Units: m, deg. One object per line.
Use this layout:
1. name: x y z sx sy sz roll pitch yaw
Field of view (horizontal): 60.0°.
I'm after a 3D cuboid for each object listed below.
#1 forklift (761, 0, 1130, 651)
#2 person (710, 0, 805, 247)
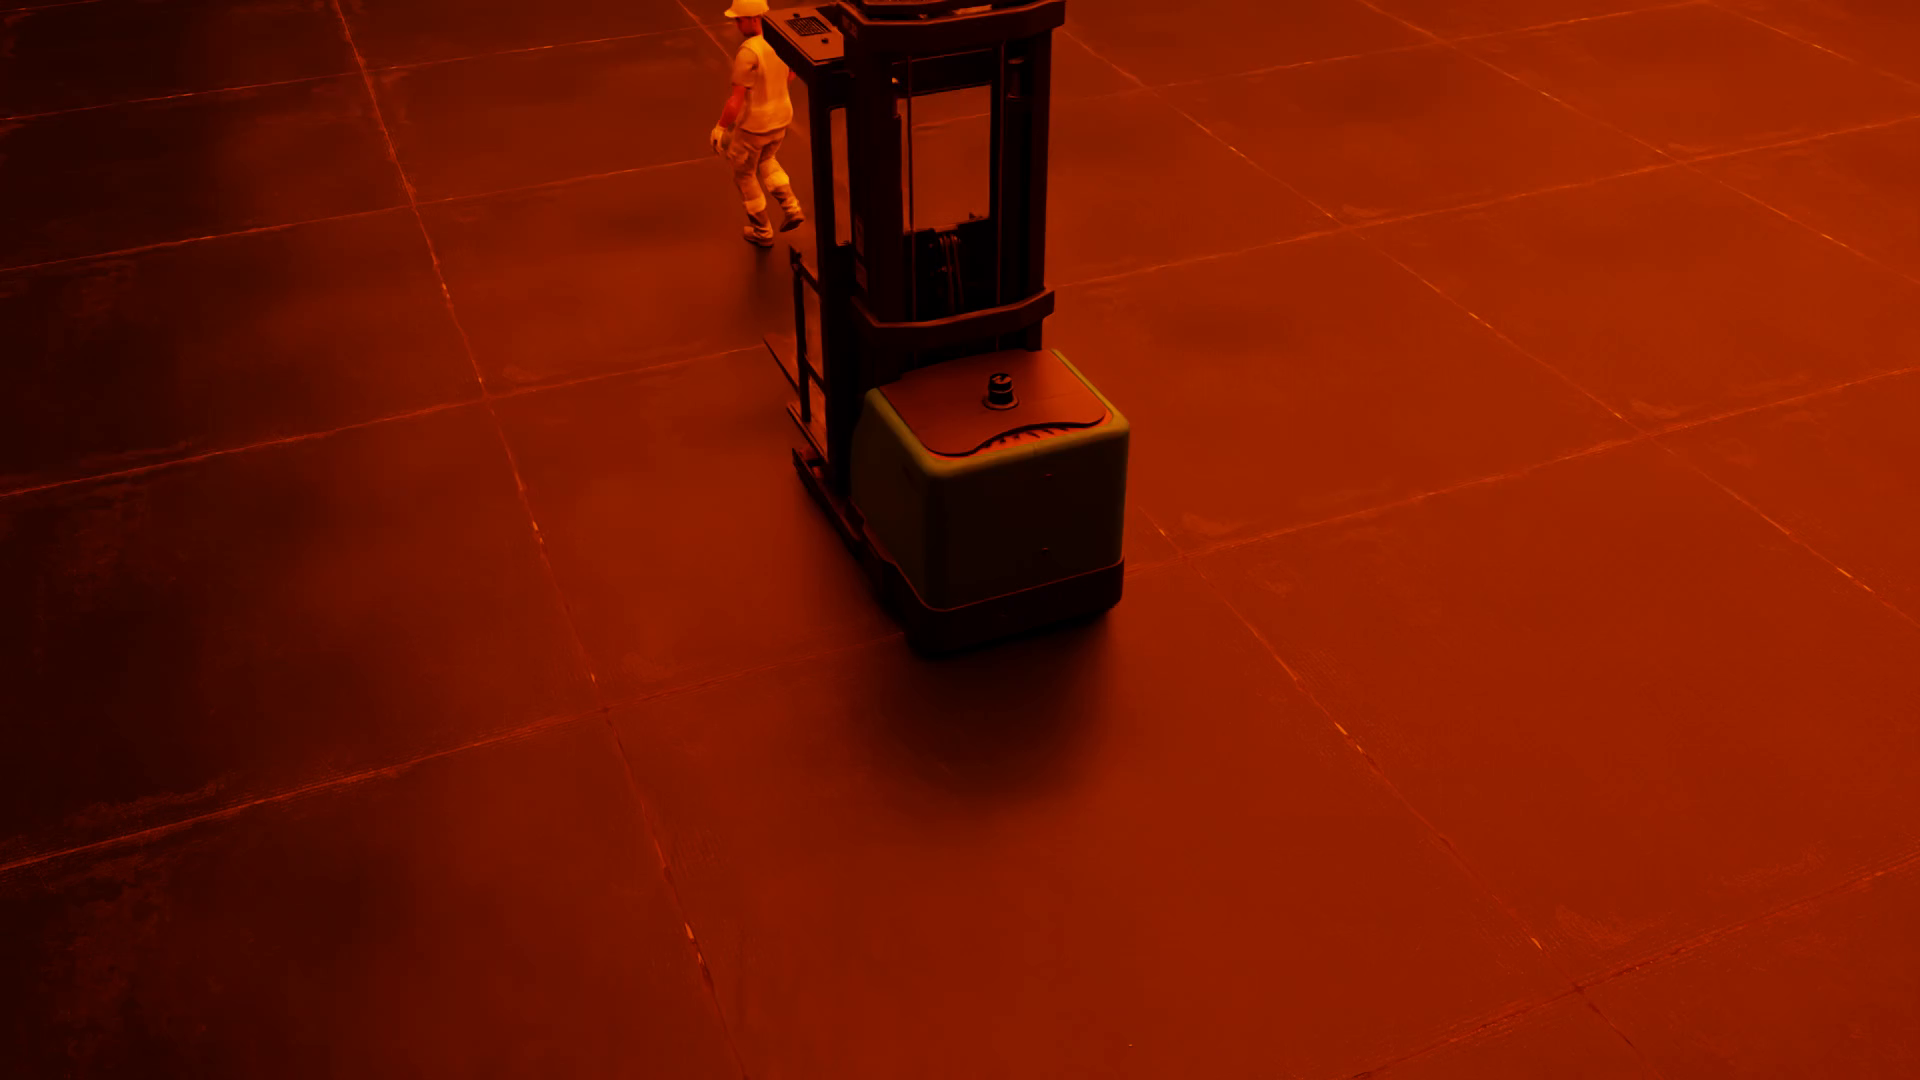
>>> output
1. forklift: -0.265 -1.521 8.237 1.130 2.935 3.031 -14 38 -19
2. person: -1.376 -2.762 11.005 0.483 1.748 0.784 29 44 34
